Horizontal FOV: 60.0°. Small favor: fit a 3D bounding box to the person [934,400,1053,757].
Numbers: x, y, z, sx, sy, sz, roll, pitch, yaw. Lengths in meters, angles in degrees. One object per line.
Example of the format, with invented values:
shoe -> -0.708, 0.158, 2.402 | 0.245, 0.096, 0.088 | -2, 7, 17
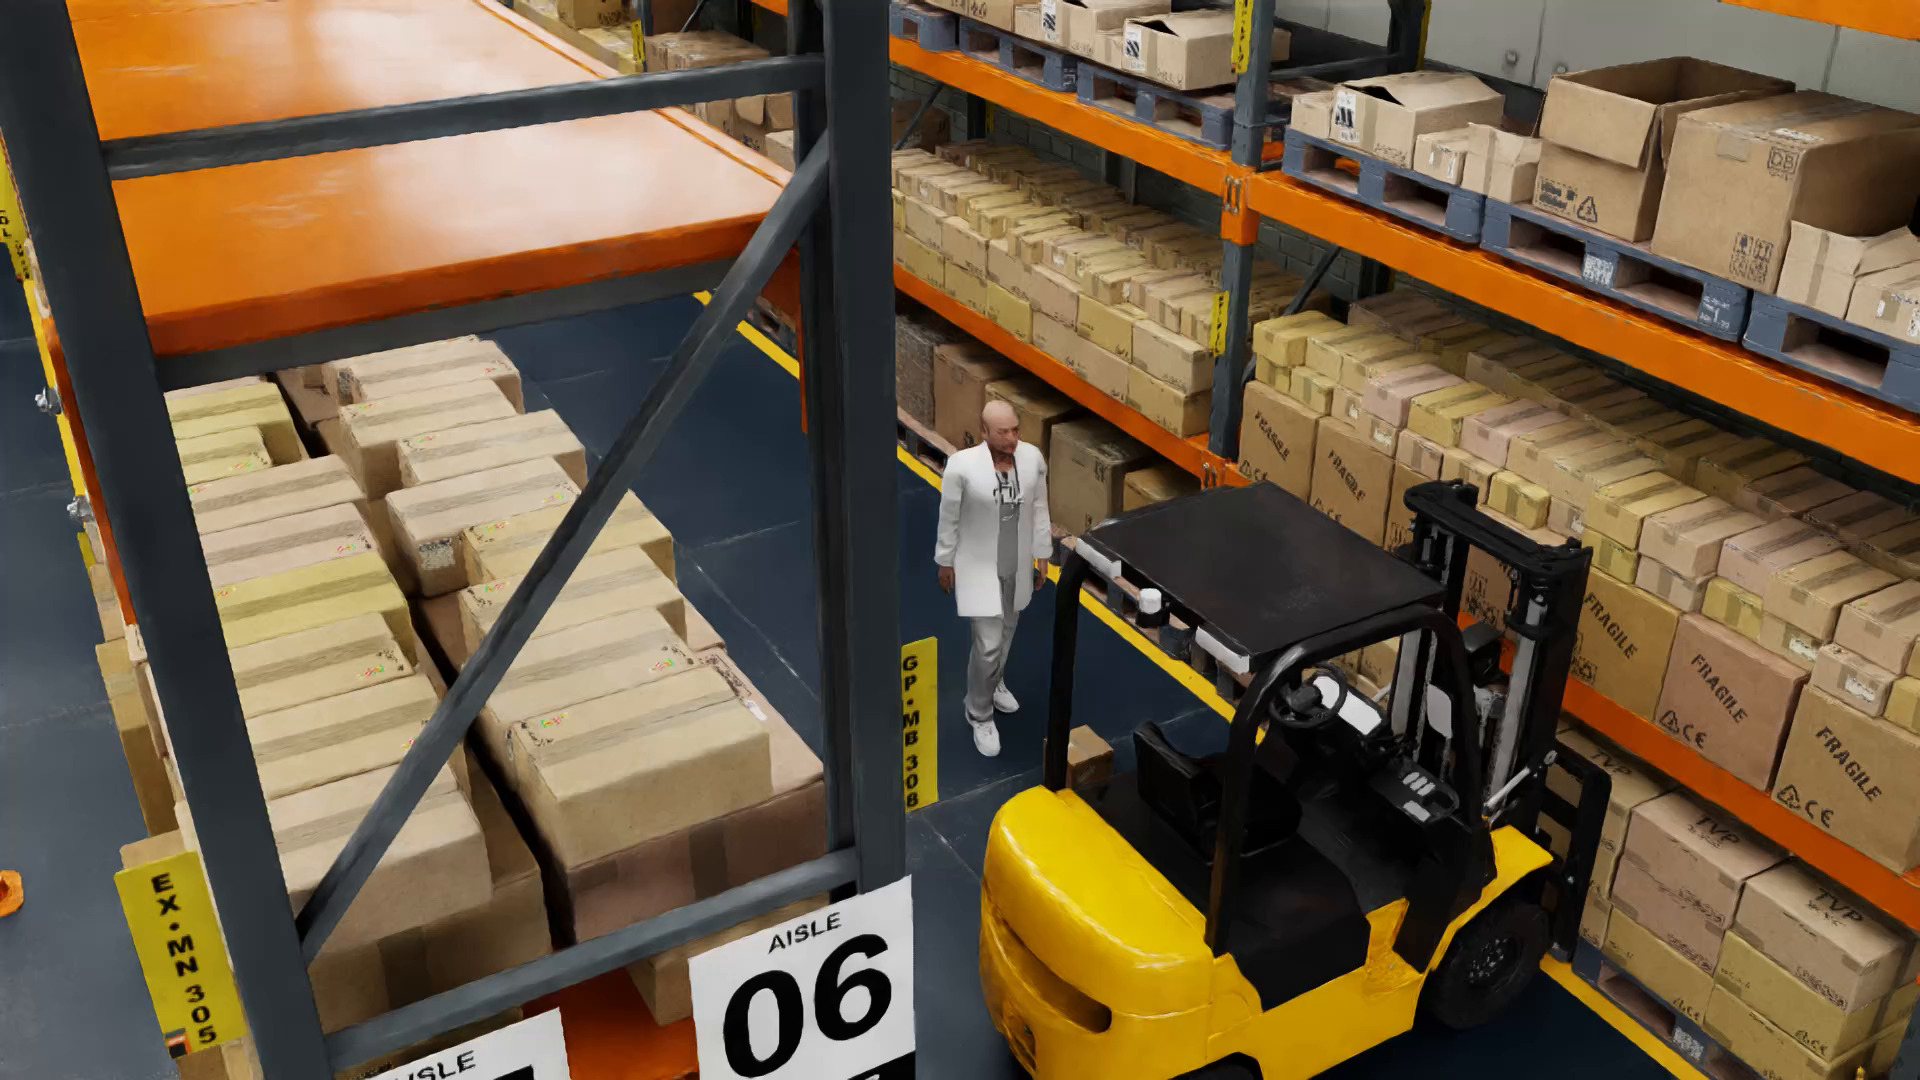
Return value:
person -> 0.213, 0.144, 8.300 | 0.583, 1.779, 0.639 | -14, 31, -23
